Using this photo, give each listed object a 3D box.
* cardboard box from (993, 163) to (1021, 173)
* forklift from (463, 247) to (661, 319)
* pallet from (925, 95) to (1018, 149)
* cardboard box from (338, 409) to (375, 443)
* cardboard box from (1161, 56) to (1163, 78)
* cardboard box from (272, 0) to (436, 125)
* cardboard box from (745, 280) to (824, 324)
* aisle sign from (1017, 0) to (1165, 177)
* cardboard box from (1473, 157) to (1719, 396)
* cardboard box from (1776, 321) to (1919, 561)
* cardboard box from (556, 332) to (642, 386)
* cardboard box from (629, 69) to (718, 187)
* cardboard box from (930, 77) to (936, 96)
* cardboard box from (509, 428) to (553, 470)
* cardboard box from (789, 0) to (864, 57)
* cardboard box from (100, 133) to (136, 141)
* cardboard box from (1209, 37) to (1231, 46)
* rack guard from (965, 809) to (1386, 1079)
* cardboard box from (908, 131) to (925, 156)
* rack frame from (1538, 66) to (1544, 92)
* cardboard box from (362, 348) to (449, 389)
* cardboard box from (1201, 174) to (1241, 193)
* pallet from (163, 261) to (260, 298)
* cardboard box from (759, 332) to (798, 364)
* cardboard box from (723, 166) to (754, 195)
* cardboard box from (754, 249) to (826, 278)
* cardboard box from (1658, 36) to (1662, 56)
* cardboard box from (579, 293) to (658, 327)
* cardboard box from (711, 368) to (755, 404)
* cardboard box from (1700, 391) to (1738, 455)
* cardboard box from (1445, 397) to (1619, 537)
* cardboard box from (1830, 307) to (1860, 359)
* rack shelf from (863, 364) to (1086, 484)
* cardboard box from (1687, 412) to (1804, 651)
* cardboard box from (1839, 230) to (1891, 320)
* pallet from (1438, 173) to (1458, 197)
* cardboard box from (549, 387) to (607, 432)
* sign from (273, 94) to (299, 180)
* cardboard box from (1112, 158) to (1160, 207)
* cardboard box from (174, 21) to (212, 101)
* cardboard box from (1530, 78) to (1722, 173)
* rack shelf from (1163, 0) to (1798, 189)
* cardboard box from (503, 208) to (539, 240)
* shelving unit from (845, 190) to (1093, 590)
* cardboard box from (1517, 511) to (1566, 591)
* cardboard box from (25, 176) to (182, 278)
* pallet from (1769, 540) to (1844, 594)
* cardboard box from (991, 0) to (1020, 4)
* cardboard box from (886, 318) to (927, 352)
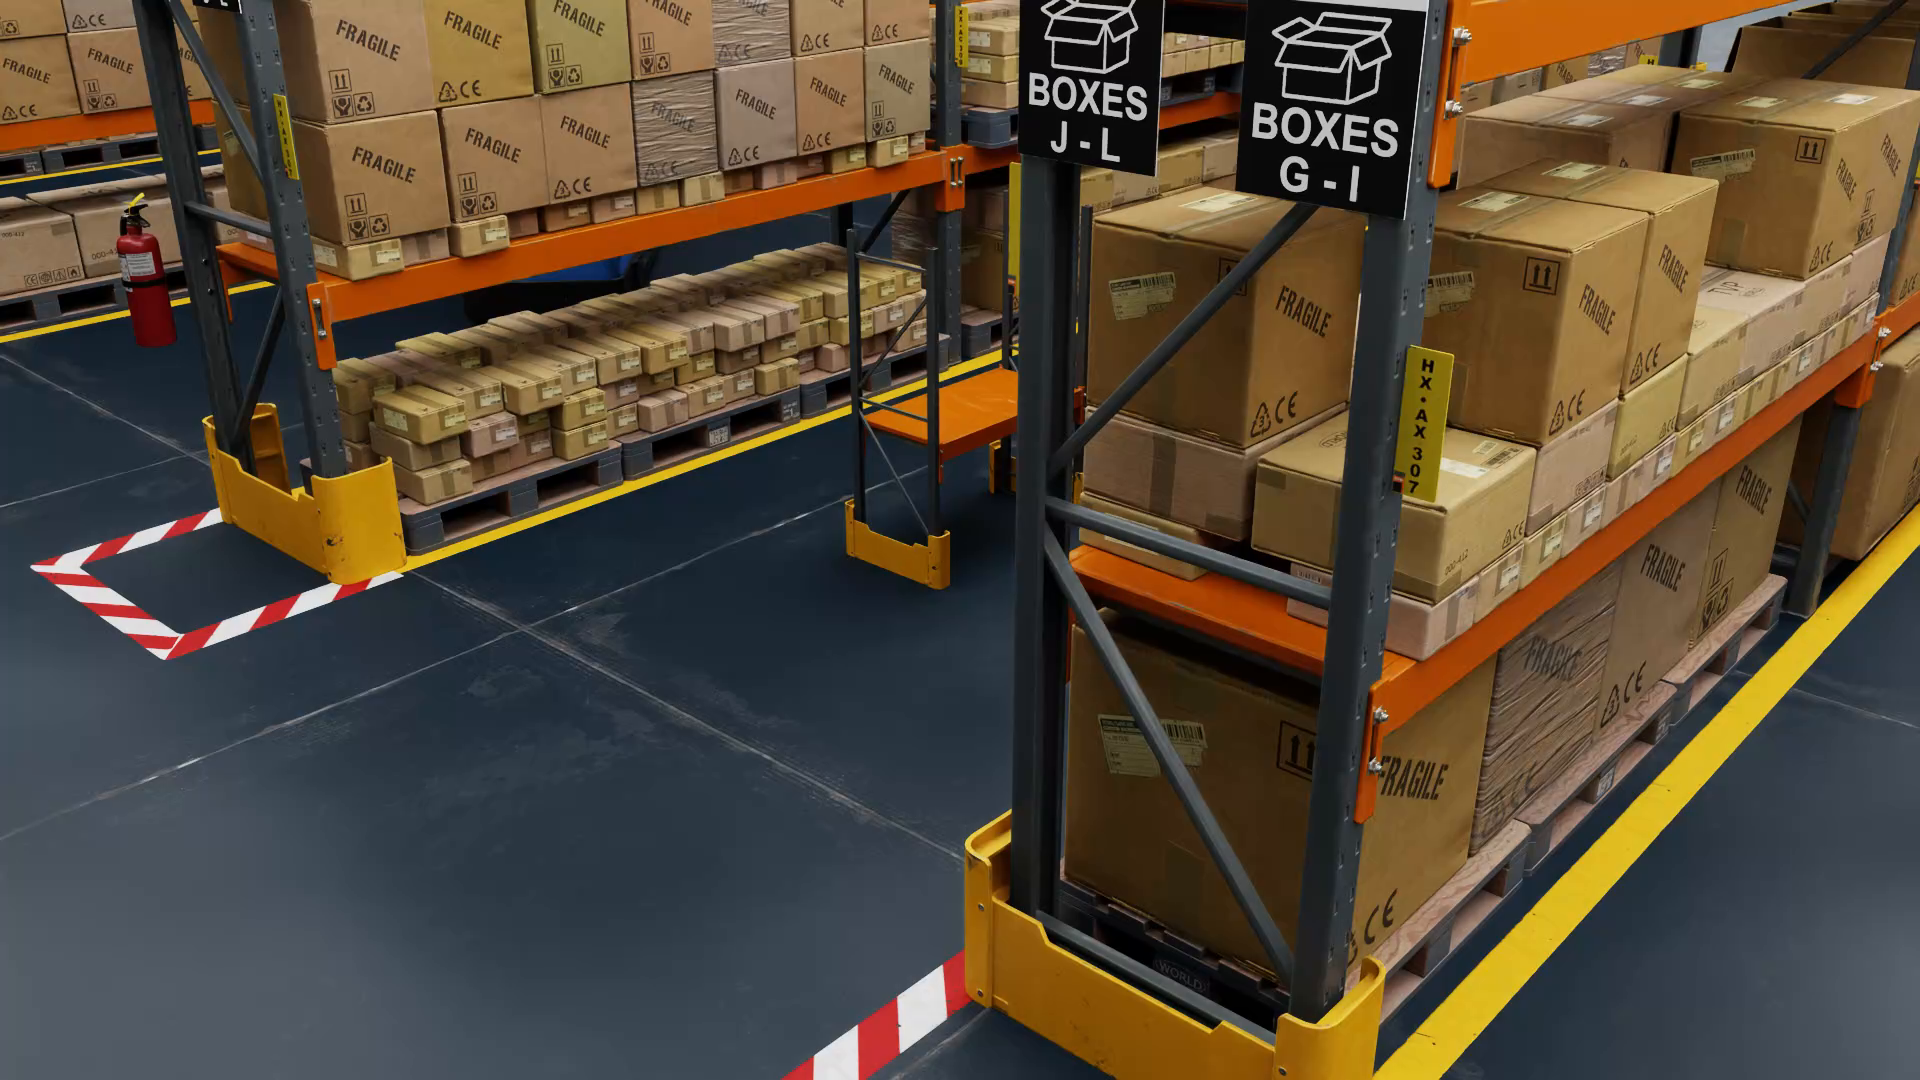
[{"bbox_3d":[0.259,-2.408,11.079,0.500,0.250,0.500,22,32,40],"label":"cardboard box"},{"bbox_3d":[-2.788,-3.333,11.601,1.130,2.935,3.031,-1,24,-3],"label":"forklift"},{"bbox_3d":[0.215,-2.671,10.276,1.003,0.211,1.213,20,31,38],"label":"pallet"},{"bbox_3d":[-2.933,-0.612,8.057,0.380,0.149,0.250,19,30,36],"label":"cardboard box"},{"bbox_3d":[1.070,-3.036,10.649,0.380,0.149,0.250,19,31,37],"label":"cardboard box"},{"bbox_3d":[-2.575,-2.049,6.945,0.500,0.500,0.500,20,31,37],"label":"cardboard box"},{"bbox_3d":[-0.980,-1.324,9.281,0.380,0.149,0.250,21,32,39],"label":"cardboard box"},{"bbox_3d":[0.282,-1.208,3.600,0.394,0.787,0.004,20,31,38],"label":"aisle sign"},{"bbox_3d":[1.750,-0.756,4.672,0.500,0.500,0.500,19,30,36],"label":"cardboard box"},{"bbox_3d":[3.635,-0.603,7.512,1.225,0.875,0.875,20,31,38],"label":"cardboard box"},{"bbox_3d":[-1.816,-0.915,8.368,0.380,0.149,0.250,22,32,39],"label":"cardboard box"},{"bbox_3d":[-1.557,-2.062,8.198,0.500,0.500,0.500,19,30,36],"label":"cardboard box"},{"bbox_3d":[-0.286,-2.818,10.162,0.380,0.149,0.250,19,31,36],"label":"cardboard box"},{"bbox_3d":[-2.210,-0.490,8.147,0.380,0.149,0.250,21,31,38],"label":"cardboard box"},{"bbox_3d":[-0.857,-2.827,8.681,0.500,0.500,0.500,19,30,36],"label":"cardboard box"},{"bbox_3d":[-8.009,-3.882,15.712,0.380,0.149,0.250,19,30,36],"label":"cardboard box"},{"bbox_3d":[1.590,-3.408,11.115,0.380,0.149,0.250,20,31,37],"label":"cardboard box"},{"bbox_3d":[0.537,1.186,4.494,1.175,0.500,0.348,20,31,38],"label":"rack guard"},{"bbox_3d":[-0.419,-2.300,9.521,0.380,0.149,0.250,20,31,37],"label":"cardboard box"},{"bbox_3d":[4.936,-5.003,15.242,1.000,3.000,0.127,20,31,38],"label":"rack frame"},{"bbox_3d":[-2.698,-0.801,8.113,0.380,0.149,0.250,21,32,38],"label":"cardboard box"},{"bbox_3d":[1.673,-2.406,11.992,0.500,0.500,0.500,22,32,40],"label":"cardboard box"},{"bbox_3d":[-5.537,-2.030,12.020,1.003,0.211,1.213,20,31,38],"label":"pallet"},{"bbox_3d":[-1.110,-1.104,9.155,0.380,0.149,0.250,21,32,39],"label":"cardboard box"},{"bbox_3d":[-1.292,-1.901,8.630,0.380,0.149,0.250,20,31,37],"label":"cardboard box"},{"bbox_3d":[-1.015,-1.612,9.922,0.380,0.149,0.250,22,32,40],"label":"cardboard box"},{"bbox_3d":[7.202,-5.219,17.808,0.875,0.875,0.875,20,31,38],"label":"cardboard box"},{"bbox_3d":[-1.849,-1.210,9.027,0.380,0.149,0.250,20,31,38],"label":"cardboard box"},{"bbox_3d":[-1.326,-0.867,8.990,0.380,0.149,0.250,21,32,38],"label":"cardboard box"},{"bbox_3d":[2.235,-0.415,5.315,0.380,0.149,0.250,21,31,38],"label":"cardboard box"},{"bbox_3d":[1.417,-0.262,4.487,0.500,0.250,0.500,20,31,37],"label":"cardboard box"},{"bbox_3d":[3.092,-0.805,6.186,0.380,0.149,0.250,21,32,38],"label":"cardboard box"},{"bbox_3d":[0.057,-0.546,7.575,0.538,0.185,1.000,20,31,38],"label":"rack shelf"},{"bbox_3d":[2.723,-0.223,6.666,0.875,0.875,0.875,20,31,38],"label":"cardboard box"},{"bbox_3d":[3.124,-1.042,6.227,0.500,0.250,0.500,19,31,37],"label":"cardboard box"},{"bbox_3d":[3.663,-3.102,14.409,1.003,0.211,1.213,20,31,38],"label":"pallet"},{"bbox_3d":[-1.958,-0.678,8.204,0.380,0.149,0.250,21,32,39],"label":"cardboard box"},{"bbox_3d":[-2.669,-1.594,6.580,0.100,0.325,0.005,20,31,38],"label":"sign"},{"bbox_3d":[0.984,-2.429,11.126,0.500,0.250,0.500,22,32,39],"label":"cardboard box"},{"bbox_3d":[-5.301,-3.250,11.210,0.500,0.500,0.500,21,32,39],"label":"cardboard box"},{"bbox_3d":[2.379,-1.366,6.033,0.500,0.500,0.500,20,31,38],"label":"cardboard box"},{"bbox_3d":[1.888,-1.612,4.891,1.077,0.370,4.000,20,31,38],"label":"rack shelf"},{"bbox_3d":[-2.183,-1.514,7.768,0.380,0.149,0.250,22,32,40],"label":"cardboard box"},{"bbox_3d":[0.051,-0.708,7.495,0.587,1.500,1.083,20,31,38],"label":"shelving unit"},{"bbox_3d":[1.377,-0.022,4.440,0.380,0.149,0.250,19,31,36],"label":"cardboard box"},{"bbox_3d":[-5.856,-2.200,11.608,0.875,0.438,0.875,21,32,39],"label":"cardboard box"},{"bbox_3d":[3.682,-0.164,7.857,1.003,0.211,1.213,20,31,38],"label":"pallet"},{"bbox_3d":[0.414,-3.404,10.742,0.380,0.149,0.250,19,30,36],"label":"cardboard box"},{"bbox_3d":[-0.411,-1.244,9.829,0.380,0.149,0.250,21,31,38],"label":"cardboard box"}]
